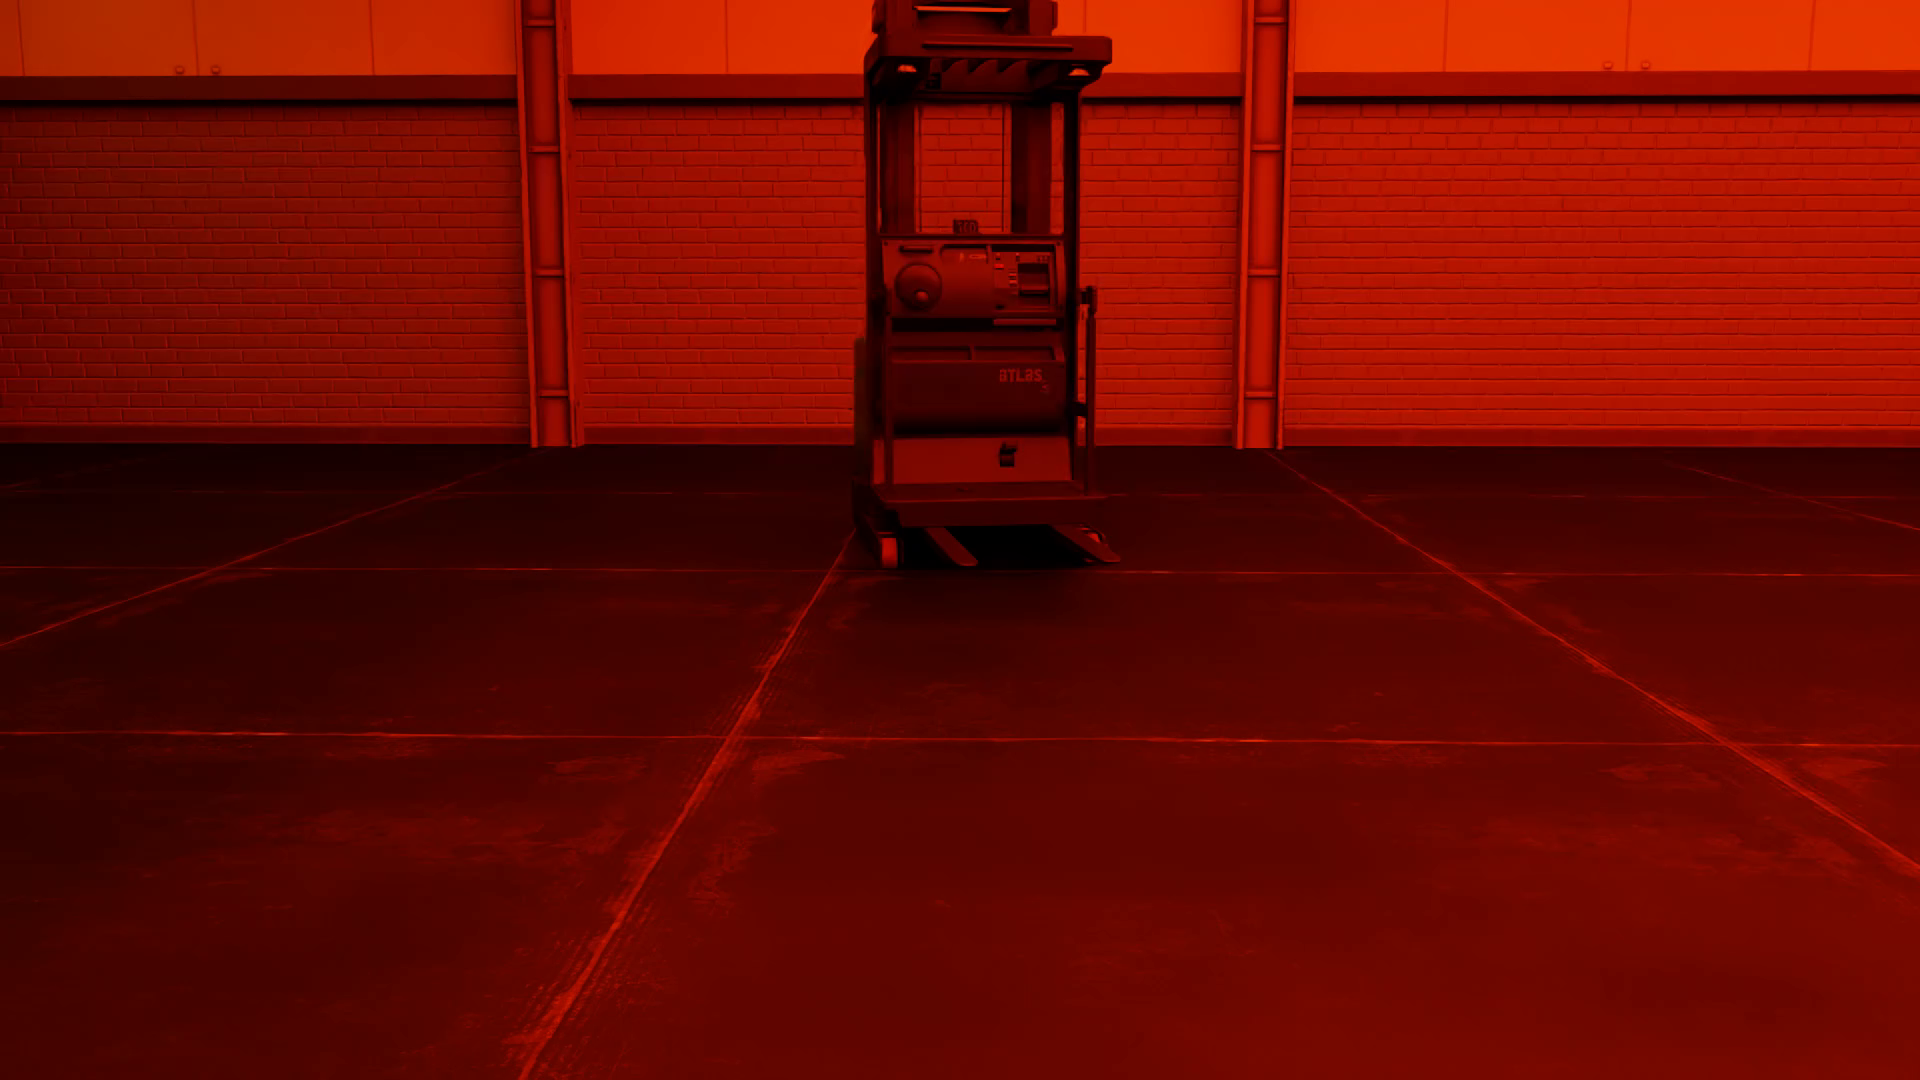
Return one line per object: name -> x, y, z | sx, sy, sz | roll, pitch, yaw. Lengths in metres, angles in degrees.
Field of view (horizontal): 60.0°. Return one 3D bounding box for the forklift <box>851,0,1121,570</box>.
forklift -> 0.104, -1.358, 8.183 | 1.130, 2.935, 3.031 | -1, 9, -9
